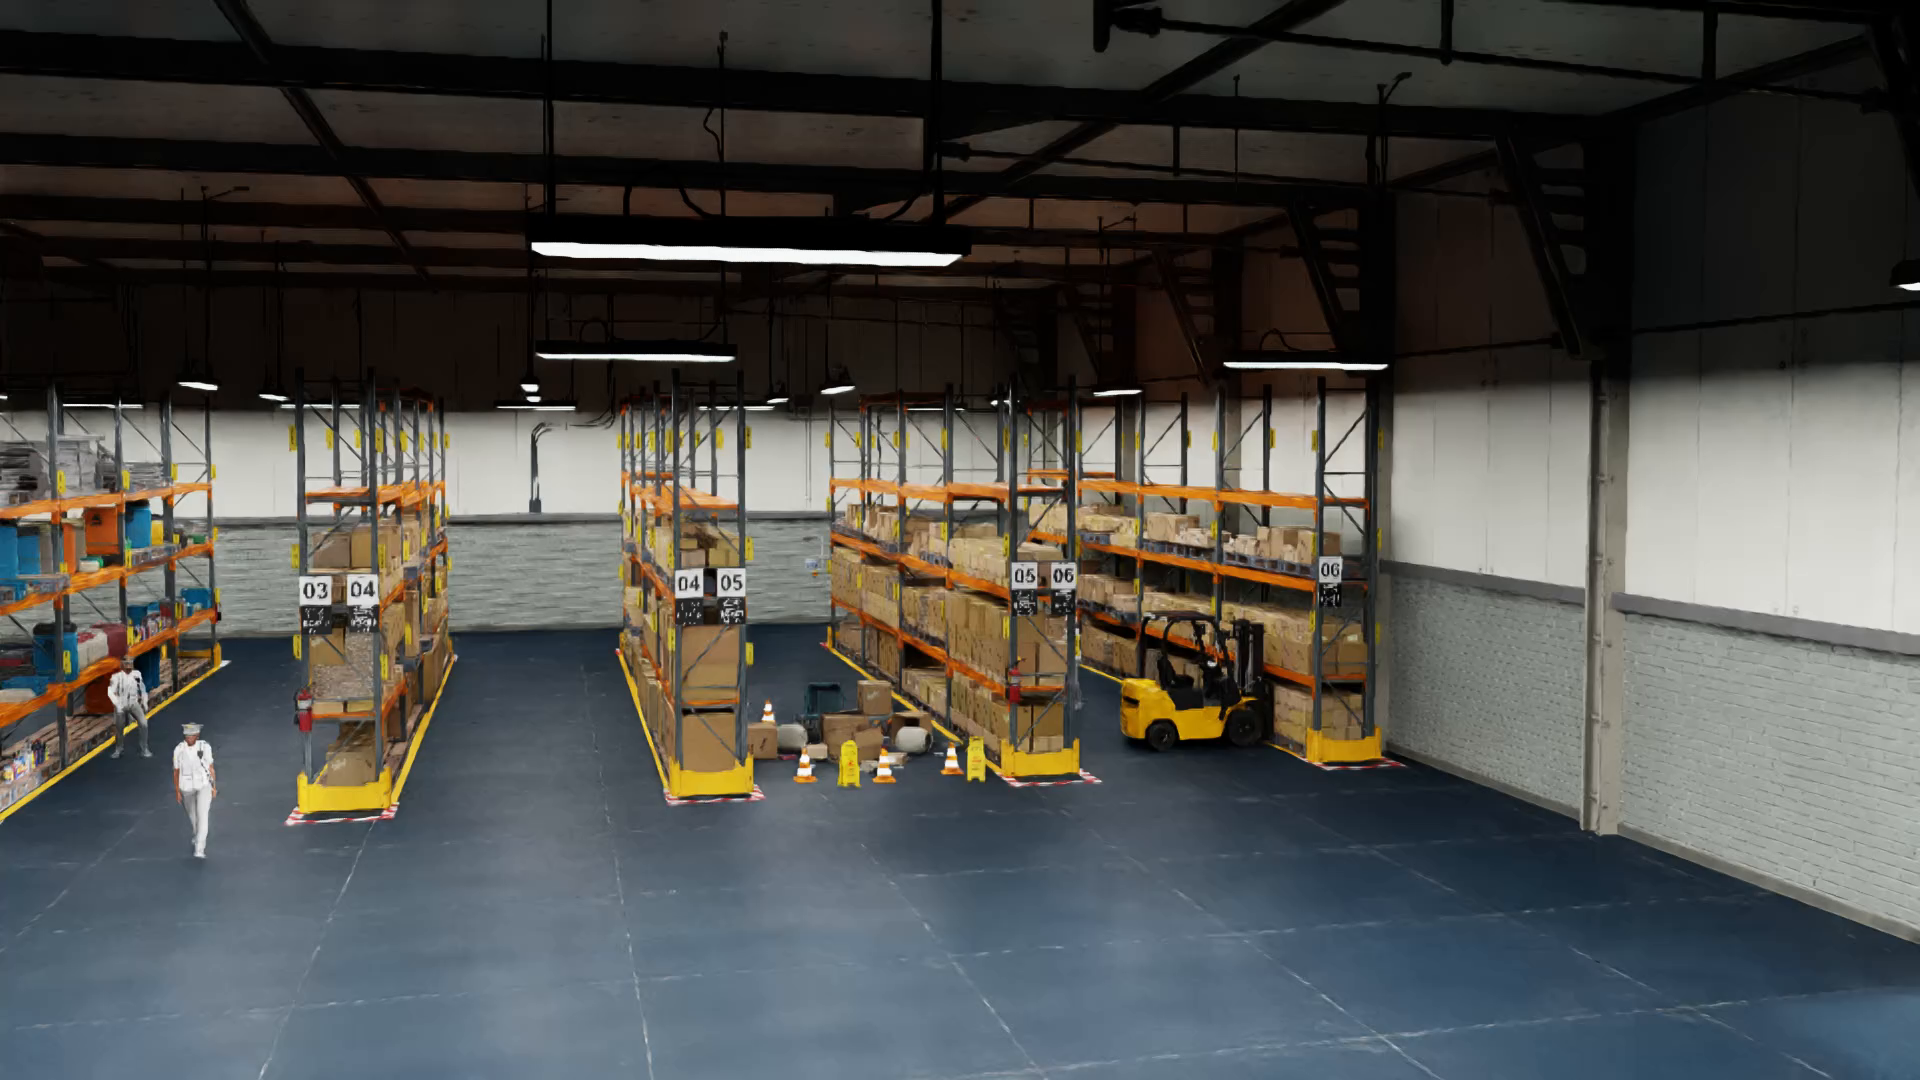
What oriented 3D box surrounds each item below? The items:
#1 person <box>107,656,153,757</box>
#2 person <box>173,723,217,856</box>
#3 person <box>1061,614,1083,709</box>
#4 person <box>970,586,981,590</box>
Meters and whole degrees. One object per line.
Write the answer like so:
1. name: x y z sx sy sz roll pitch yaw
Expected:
1. person: -13.131 2.617 26.242 0.605 1.633 0.701 -2 4 -36
2. person: -9.294 2.986 20.174 0.456 1.589 1.088 -1 3 -11
3. person: 2.045 2.243 31.157 0.576 1.768 0.626 1 4 16
4. person: 0.529 1.549 42.959 0.465 1.760 0.714 -3 5 -42
